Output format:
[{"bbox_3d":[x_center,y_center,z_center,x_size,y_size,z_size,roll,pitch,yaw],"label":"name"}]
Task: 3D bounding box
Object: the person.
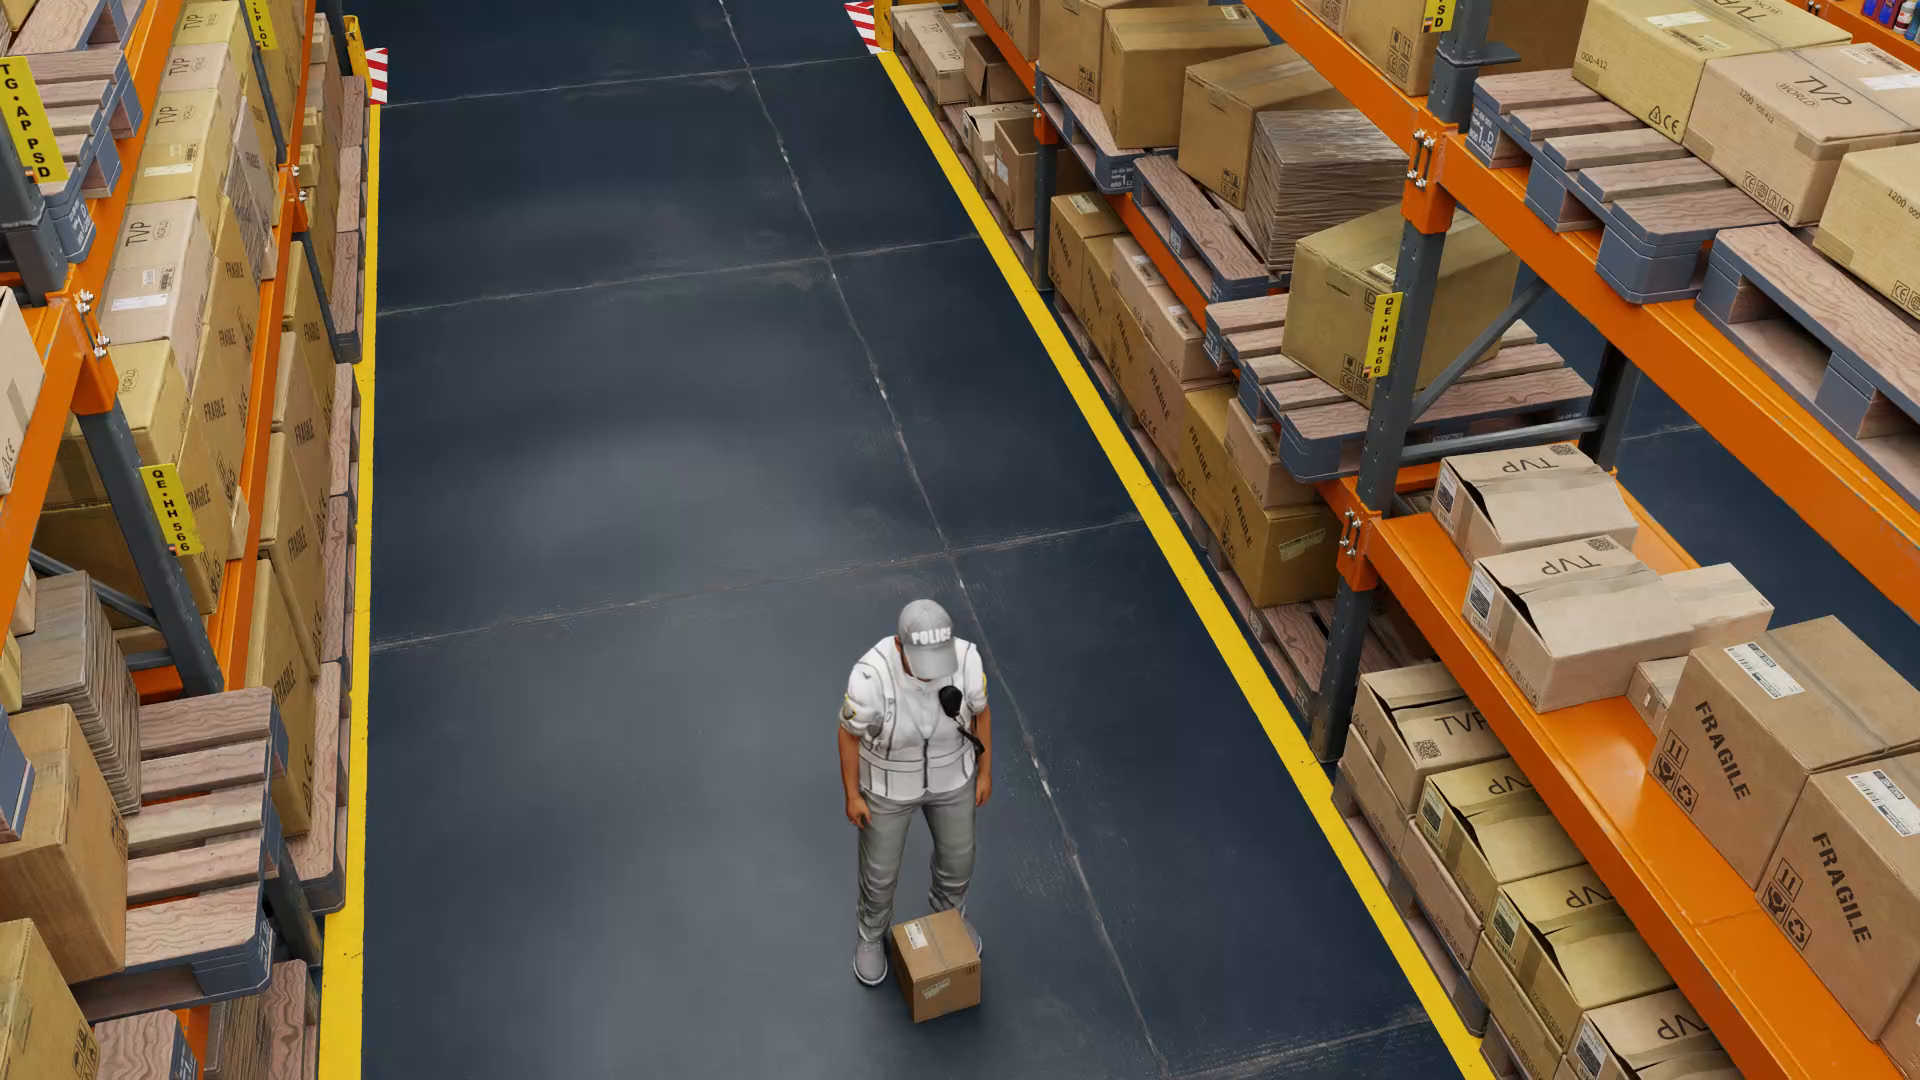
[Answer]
[{"bbox_3d":[-0.146,0.830,5.661,0.538,1.666,0.465,-9,39,-11],"label":"person"}]
